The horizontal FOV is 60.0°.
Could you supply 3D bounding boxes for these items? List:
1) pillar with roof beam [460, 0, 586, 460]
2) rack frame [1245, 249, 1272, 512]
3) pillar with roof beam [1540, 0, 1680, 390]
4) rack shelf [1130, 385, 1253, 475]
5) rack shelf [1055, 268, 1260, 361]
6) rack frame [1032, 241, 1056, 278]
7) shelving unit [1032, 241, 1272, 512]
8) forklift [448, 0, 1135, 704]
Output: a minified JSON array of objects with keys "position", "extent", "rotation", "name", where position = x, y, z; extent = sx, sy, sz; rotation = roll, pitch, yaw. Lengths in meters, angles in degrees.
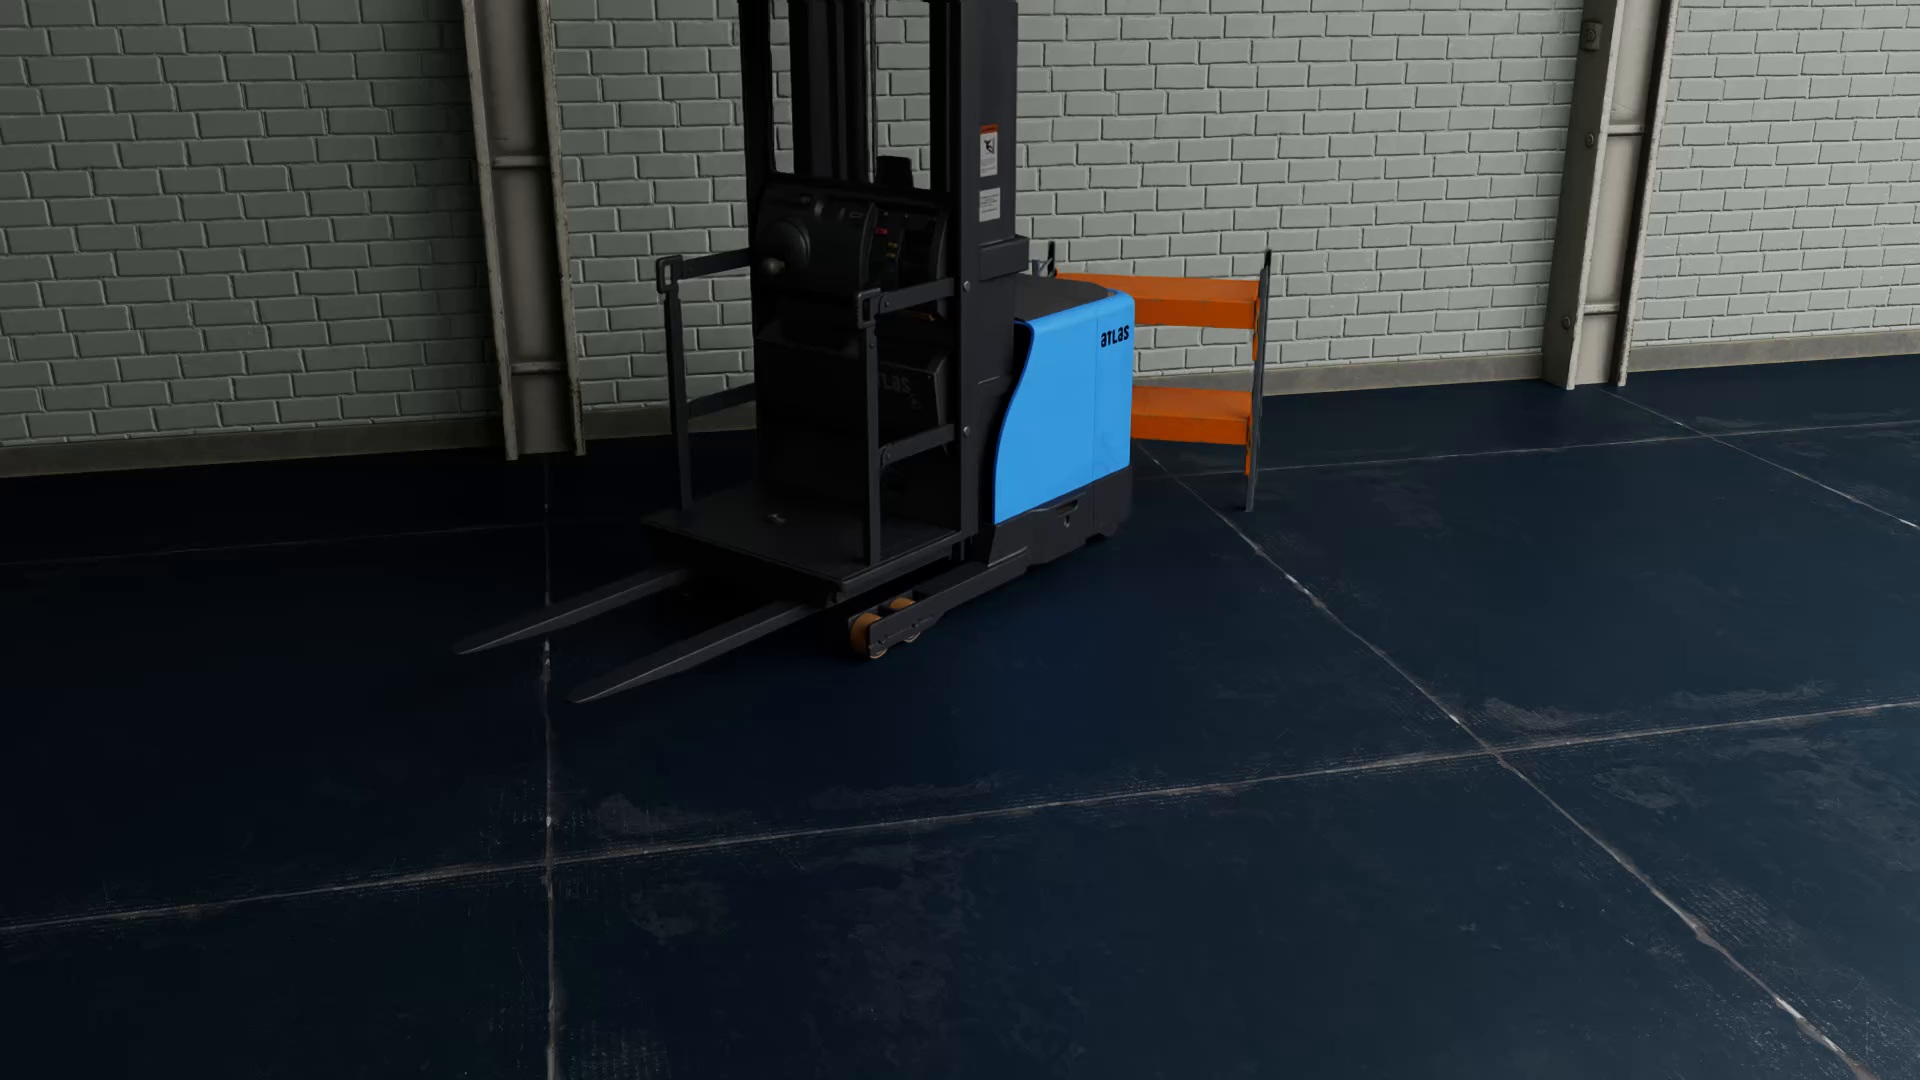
[{"position":[-1.151,-3.255,3.118],"extent":[0.400,9.000,9.100],"rotation":[-5,21,-12],"name":"pillar with roof beam"},{"position":[1.384,-0.742,7.704],"extent":[0.032,1.125,0.500],"rotation":[4,21,11],"name":"rack frame"},{"position":[4.688,-3.730,4.415],"extent":[0.400,9.000,9.100],"rotation":[-5,21,-12],"name":"pillar with roof beam"},{"position":[0.887,-0.549,7.888],"extent":[1.000,0.278,0.538],"rotation":[4,21,11],"name":"rack shelf"},{"position":[0.887,-1.053,7.704],"extent":[1.000,0.278,0.538],"rotation":[4,21,11],"name":"rack shelf"},{"position":[0.390,-0.815,7.905],"extent":[0.032,1.125,0.500],"rotation":[4,21,11],"name":"rack frame"},{"position":[0.887,-0.778,7.804],"extent":[1.048,1.125,0.538],"rotation":[4,21,11],"name":"shelving unit"},{"position":[-0.544,-1.131,6.141],"extent":[1.130,2.935,3.031],"rotation":[15,25,36],"name":"forklift"}]
